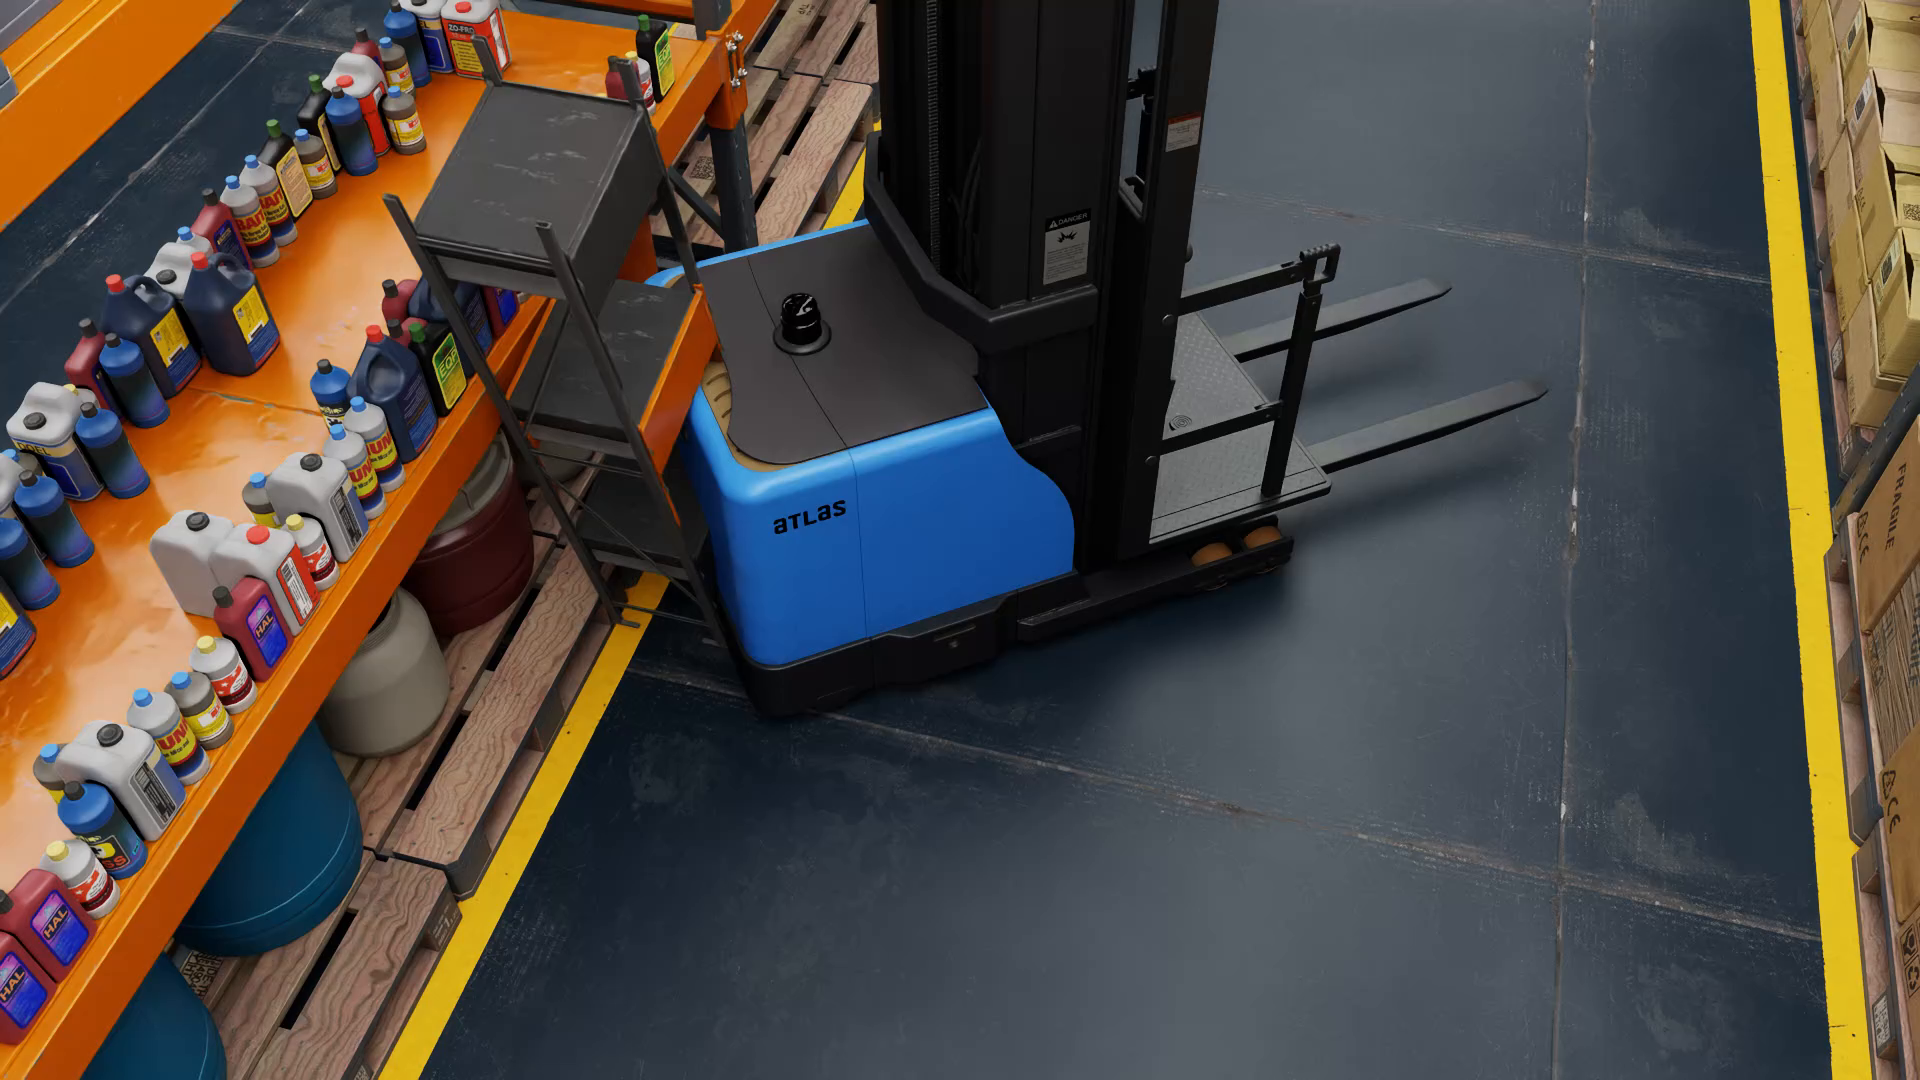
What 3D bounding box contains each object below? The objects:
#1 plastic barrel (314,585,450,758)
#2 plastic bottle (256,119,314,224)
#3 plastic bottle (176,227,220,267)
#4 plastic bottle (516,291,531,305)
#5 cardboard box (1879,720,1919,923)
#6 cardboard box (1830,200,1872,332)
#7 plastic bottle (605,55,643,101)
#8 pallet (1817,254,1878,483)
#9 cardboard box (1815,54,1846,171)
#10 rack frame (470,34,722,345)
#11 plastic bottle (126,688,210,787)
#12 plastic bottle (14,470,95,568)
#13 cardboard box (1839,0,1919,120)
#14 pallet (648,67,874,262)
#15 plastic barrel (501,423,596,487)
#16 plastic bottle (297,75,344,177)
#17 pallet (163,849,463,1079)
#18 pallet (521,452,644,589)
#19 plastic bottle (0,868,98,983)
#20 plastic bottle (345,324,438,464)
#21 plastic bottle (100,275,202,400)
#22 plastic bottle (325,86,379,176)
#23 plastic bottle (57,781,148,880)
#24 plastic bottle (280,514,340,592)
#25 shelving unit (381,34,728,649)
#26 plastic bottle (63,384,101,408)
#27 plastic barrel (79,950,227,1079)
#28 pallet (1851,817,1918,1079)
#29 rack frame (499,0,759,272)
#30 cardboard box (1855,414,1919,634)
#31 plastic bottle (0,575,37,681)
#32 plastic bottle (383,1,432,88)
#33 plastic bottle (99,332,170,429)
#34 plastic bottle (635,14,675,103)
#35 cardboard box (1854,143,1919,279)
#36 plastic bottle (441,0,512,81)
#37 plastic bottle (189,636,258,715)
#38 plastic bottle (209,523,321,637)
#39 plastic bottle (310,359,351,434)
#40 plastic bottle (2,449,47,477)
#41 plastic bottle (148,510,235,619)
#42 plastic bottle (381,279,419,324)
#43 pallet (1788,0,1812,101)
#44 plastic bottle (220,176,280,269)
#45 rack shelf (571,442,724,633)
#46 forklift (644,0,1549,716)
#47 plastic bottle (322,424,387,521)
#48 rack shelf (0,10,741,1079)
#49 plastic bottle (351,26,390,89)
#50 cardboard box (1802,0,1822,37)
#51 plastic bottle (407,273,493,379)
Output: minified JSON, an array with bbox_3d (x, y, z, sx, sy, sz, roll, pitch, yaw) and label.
[{"bbox_3d":[-1.727,0.354,4.816,0.421,0.512,0.421,0,49,0],"label":"plastic barrel"},{"bbox_3d":[-1.943,-1.053,4.757,0.061,0.283,0.133,12,50,10],"label":"plastic bottle"},{"bbox_3d":[-2.042,-0.725,4.475,0.097,0.271,0.097,0,49,0],"label":"plastic bottle"},{"bbox_3d":[-1.238,-0.748,4.542,0.097,0.201,0.097,0,49,0],"label":"plastic bottle"},{"bbox_3d":[2.858,0.746,4.465,0.500,0.500,0.500,11,49,10],"label":"cardboard box"},{"bbox_3d":[3.558,-0.982,6.170,0.500,0.250,0.500,11,49,10],"label":"cardboard box"},{"bbox_3d":[-1.011,-1.348,5.017,0.061,0.283,0.133,12,50,10],"label":"plastic bottle"},{"bbox_3d":[3.777,-0.615,6.152,1.003,0.211,1.213,12,50,10],"label":"pallet"},{"bbox_3d":[3.826,-1.718,6.819,0.500,0.250,0.500,12,50,11],"label":"cardboard box"},{"bbox_3d":[-0.878,-0.619,4.740,0.400,2.100,0.015,12,62,10],"label":"rack frame"},{"bbox_3d":[-1.665,0.402,3.480,0.097,0.271,0.097,0,49,0],"label":"plastic bottle"},{"bbox_3d":[-2.127,-0.059,3.887,0.097,0.271,0.097,0,49,0],"label":"plastic bottle"},{"bbox_3d":[3.823,-1.896,6.603,0.500,0.311,0.500,13,50,11],"label":"cardboard box"},{"bbox_3d":[-1.014,-1.561,6.987,1.003,0.211,1.213,12,50,10],"label":"pallet"},{"bbox_3d":[-1.430,-0.463,5.537,0.421,0.512,0.421,0,49,0],"label":"plastic barrel"},{"bbox_3d":[-1.882,-1.220,4.904,0.061,0.283,0.133,12,50,10],"label":"plastic bottle"},{"bbox_3d":[-2.065,1.335,4.431,1.003,0.211,1.213,12,50,10],"label":"pallet"},{"bbox_3d":[-1.422,-0.429,5.988,1.003,0.211,1.213,12,50,10],"label":"pallet"},{"bbox_3d":[-1.765,0.724,3.188,0.061,0.283,0.133,12,50,10],"label":"plastic bottle"},{"bbox_3d":[-1.417,-0.374,4.112,0.144,0.351,0.185,12,50,10],"label":"plastic bottle"},{"bbox_3d":[-2.092,-0.547,4.265,0.144,0.351,0.185,12,50,10],"label":"plastic bottle"},{"bbox_3d":[-1.801,-1.214,4.906,0.097,0.271,0.097,0,49,0],"label":"plastic bottle"},{"bbox_3d":[-1.726,0.570,3.332,0.097,0.271,0.097,0,49,0],"label":"plastic bottle"},{"bbox_3d":[-1.518,0.021,3.864,0.097,0.201,0.097,0,49,0],"label":"plastic bottle"},{"bbox_3d":[-0.943,-0.411,4.628,0.431,2.100,0.503,12,62,10],"label":"shelving unit"},{"bbox_3d":[-2.187,-0.304,4.150,0.097,0.201,0.097,0,49,0],"label":"plastic bottle"},{"bbox_3d":[-2.148,1.128,3.873,0.600,0.901,0.708,12,50,10],"label":"plastic barrel"},{"bbox_3d":[2.966,1.385,4.387,1.003,0.211,1.213,12,50,10],"label":"pallet"},{"bbox_3d":[-1.255,-1.931,5.453,1.000,3.000,0.127,12,50,10],"label":"rack frame"},{"bbox_3d":[3.127,0.004,5.120,0.500,0.500,0.500,13,50,12],"label":"cardboard box"},{"bbox_3d":[-2.194,0.144,3.655,0.144,0.351,0.185,12,50,10],"label":"plastic bottle"},{"bbox_3d":[-1.738,-1.560,5.212,0.097,0.271,0.097,0,49,0],"label":"plastic bottle"},{"bbox_3d":[-2.093,-0.412,4.198,0.097,0.271,0.097,0,49,0],"label":"plastic bottle"},{"bbox_3d":[-0.950,-1.515,5.164,0.061,0.283,0.133,12,50,10],"label":"plastic bottle"},{"bbox_3d":[3.553,-1.170,5.962,0.500,0.311,0.500,11,49,9],"label":"cardboard box"},{"bbox_3d":[-1.534,-1.610,5.253,0.152,0.276,0.135,12,50,10],"label":"plastic bottle"},{"bbox_3d":[-1.614,0.285,3.630,0.097,0.201,0.097,0,49,0],"label":"plastic bottle"},{"bbox_3d":[-1.575,0.074,3.766,0.152,0.276,0.135,12,50,10],"label":"plastic bottle"},{"bbox_3d":[-1.545,-0.340,4.135,0.097,0.271,0.097,0,49,0],"label":"plastic bottle"},{"bbox_3d":[-2.248,-0.136,4.002,0.097,0.201,0.097,0,49,0],"label":"plastic bottle"},{"bbox_3d":[-1.722,0.044,3.793,0.152,0.276,0.135,12,50,10],"label":"plastic bottle"},{"bbox_3d":[-1.439,-0.583,4.342,0.061,0.283,0.133,12,50,10],"label":"plastic bottle"},{"bbox_3d":[4.419,-2.380,7.710,1.003,0.211,1.213,12,50,10],"label":"pallet"},{"bbox_3d":[-1.981,-0.892,4.622,0.097,0.271,0.097,0,49,0],"label":"plastic bottle"},{"bbox_3d":[-0.899,-0.064,5.251,0.431,0.518,0.480,12,62,10],"label":"rack shelf"},{"bbox_3d":[0.575,-1.150,4.810,3.031,2.935,1.130,-17,51,-15],"label":"forklift"},{"bbox_3d":[-1.457,-0.170,3.986,0.097,0.271,0.097,0,49,0],"label":"plastic bottle"},{"bbox_3d":[-1.782,-0.246,4.446,1.077,0.370,4.000,12,50,10],"label":"rack shelf"},{"bbox_3d":[-1.811,-1.414,5.075,0.061,0.283,0.133,12,50,10],"label":"plastic bottle"},{"bbox_3d":[4.094,-2.460,7.475,0.500,0.250,0.500,13,50,11],"label":"cardboard box"},{"bbox_3d":[-1.333,-0.604,4.315,0.144,0.351,0.185,12,50,10],"label":"plastic bottle"}]
